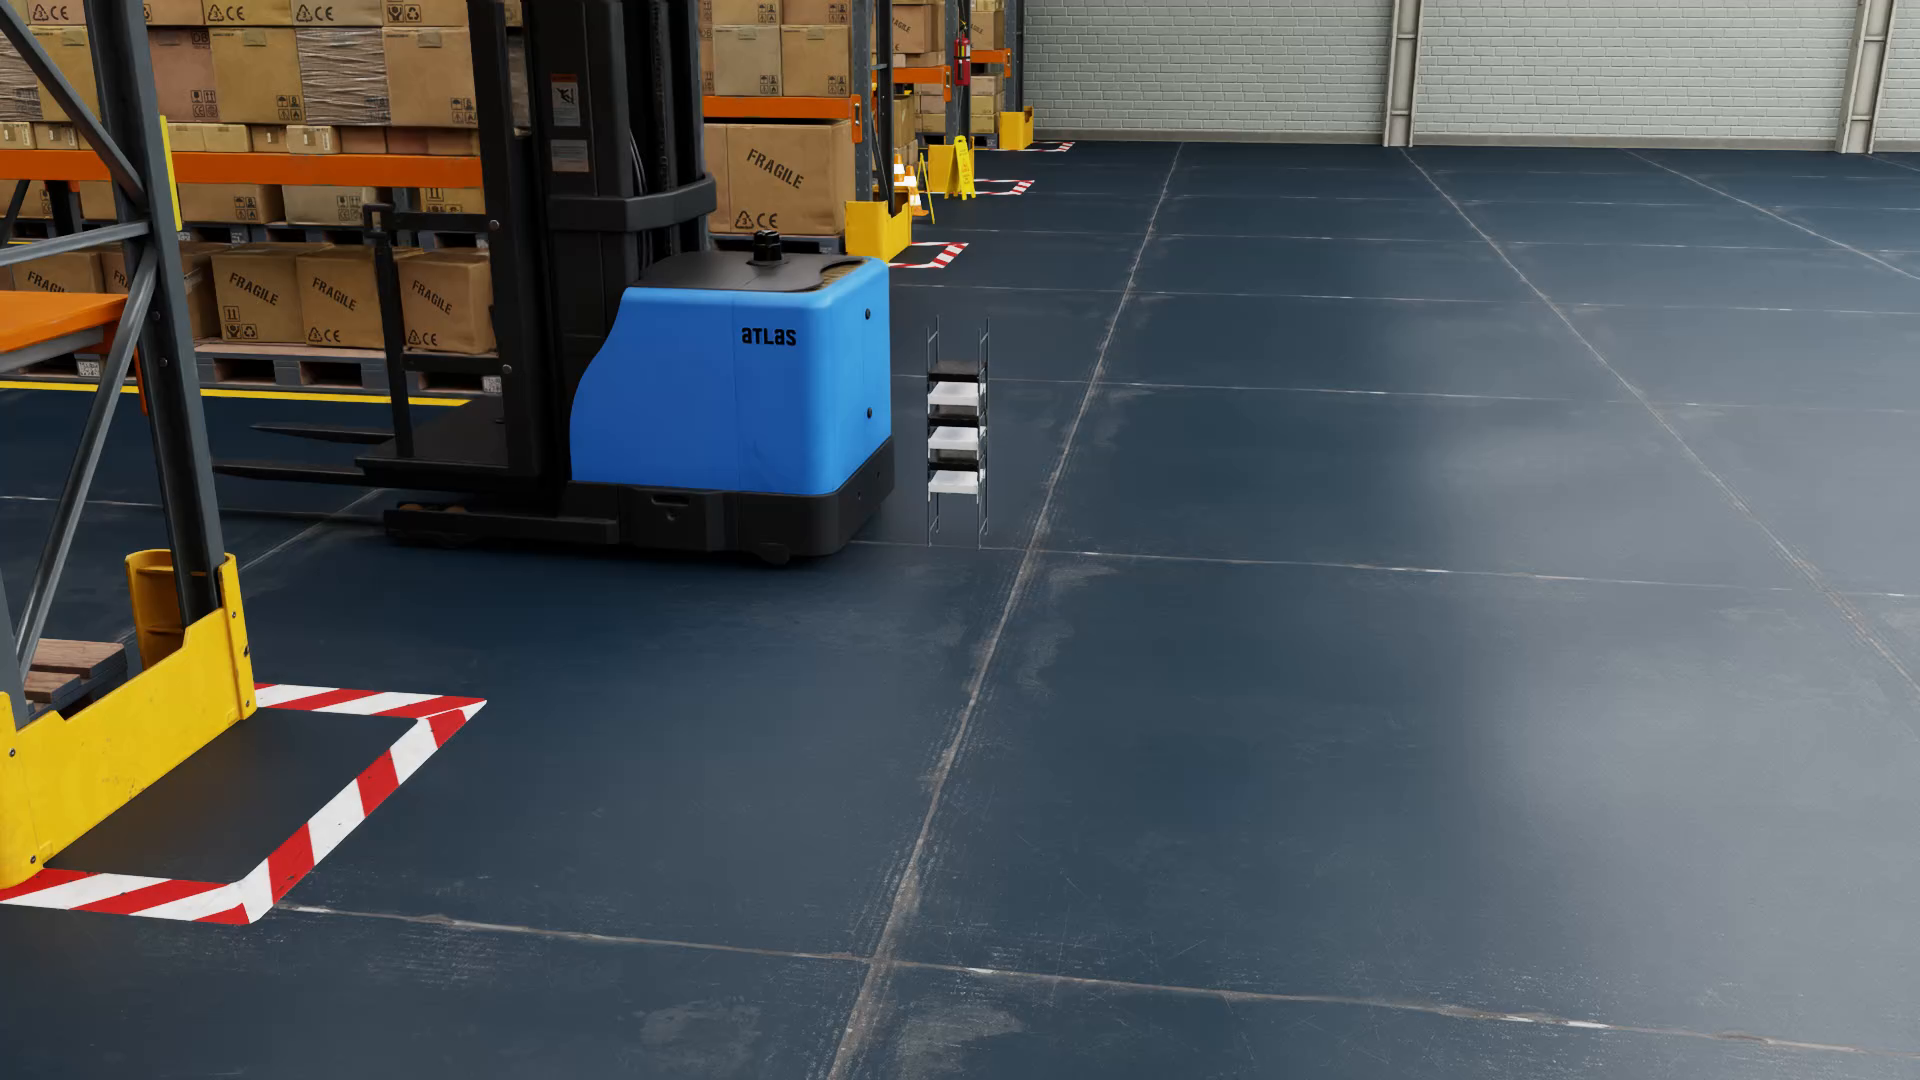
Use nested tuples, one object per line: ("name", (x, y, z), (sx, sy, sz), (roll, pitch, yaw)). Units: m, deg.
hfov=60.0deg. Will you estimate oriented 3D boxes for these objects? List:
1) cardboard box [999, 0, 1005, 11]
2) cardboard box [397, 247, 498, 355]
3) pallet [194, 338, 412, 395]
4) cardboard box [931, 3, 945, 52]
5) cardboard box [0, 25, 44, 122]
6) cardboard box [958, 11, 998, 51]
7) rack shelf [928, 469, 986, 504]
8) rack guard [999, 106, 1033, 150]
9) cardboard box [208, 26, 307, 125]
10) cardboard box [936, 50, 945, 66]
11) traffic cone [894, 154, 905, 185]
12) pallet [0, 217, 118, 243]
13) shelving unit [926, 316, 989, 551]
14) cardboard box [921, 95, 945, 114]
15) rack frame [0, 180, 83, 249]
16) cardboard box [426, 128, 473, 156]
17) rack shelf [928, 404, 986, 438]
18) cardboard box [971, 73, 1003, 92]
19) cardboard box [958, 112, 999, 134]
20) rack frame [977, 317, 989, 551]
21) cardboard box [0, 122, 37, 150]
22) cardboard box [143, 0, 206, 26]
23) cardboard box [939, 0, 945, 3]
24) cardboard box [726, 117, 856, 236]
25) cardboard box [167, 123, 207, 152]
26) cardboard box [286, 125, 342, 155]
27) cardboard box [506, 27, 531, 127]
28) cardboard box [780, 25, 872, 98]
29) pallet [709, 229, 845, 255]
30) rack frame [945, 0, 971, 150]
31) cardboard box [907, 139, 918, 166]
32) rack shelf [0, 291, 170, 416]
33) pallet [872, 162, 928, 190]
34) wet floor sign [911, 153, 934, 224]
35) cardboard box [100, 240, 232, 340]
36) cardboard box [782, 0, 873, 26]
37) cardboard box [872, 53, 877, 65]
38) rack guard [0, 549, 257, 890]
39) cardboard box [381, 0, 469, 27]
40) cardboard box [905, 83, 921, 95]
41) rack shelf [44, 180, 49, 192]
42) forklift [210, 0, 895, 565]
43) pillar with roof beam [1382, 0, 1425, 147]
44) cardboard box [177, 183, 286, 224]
("cardboard box", (0.472, -7.407, 23.032), (0.250, 0.149, 0.380), (2, 19, 7))
("cardboard box", (-2.799, -1.363, 9.427), (0.500, 0.500, 0.500), (8, 20, 23))
("pallet", (-3.662, -1.089, 9.725), (1.213, 0.211, 1.003), (3, 19, 9))
("cardboard box", (-0.442, -5.697, 18.477), (0.500, 0.500, 0.500), (3, 19, 8))
("cardboard box", (-5.105, -2.641, 9.343), (0.500, 0.500, 0.875), (3, 19, 9))
("cardboard box", (0.238, -6.943, 22.669), (0.500, 0.500, 0.500), (3, 19, 7))
("rack shelf", (-0.008, -0.225, 6.729), (0.200, 0.077, 0.258), (3, 19, 9))
("rack guard", (0.790, -5.767, 23.250), (0.348, 0.500, 1.175), (3, 19, 9))
("cardboard box", (-3.620, -2.573, 9.140), (0.500, 0.500, 0.875), (3, 19, 9))
("cardboard box", (-0.320, -5.361, 18.494), (0.250, 0.149, 0.380), (3, 19, 9))
("traffic cone", (-0.647, -3.813, 17.468), (0.334, 0.463, 0.336), (3, 19, 9))
("pallet", (-7.835, -2.859, 15.016), (1.213, 0.211, 1.003), (3, 19, 9))
("shelving unit", (-0.008, -0.427, 6.662), (0.210, 0.900, 0.258), (3, 19, 9))
("cardboard box", (-0.258, -6.041, 23.013), (0.500, 0.250, 0.500), (3, 19, 8))
("rack frame", (-5.539, -2.495, 9.532), (0.127, 3.000, 1.000), (3, 19, 9))
("cardboard box", (-2.650, -2.151, 8.899), (0.250, 0.149, 0.380), (3, 19, 9))
("rack shelf", (-0.008, -0.481, 6.644), (0.200, 0.077, 0.258), (3, 19, 9))
("cardboard box", (0.321, -6.406, 23.318), (0.500, 0.250, 0.500), (3, 19, 8))
("cardboard box", (0.252, -5.773, 23.002), (0.500, 0.250, 0.500), (3, 19, 9))
("rack frame", (0.092, -0.422, 6.646), (0.006, 0.900, 0.240), (3, 19, 9))
("cardboard box", (-5.130, -2.254, 9.208), (0.250, 0.149, 0.380), (3, 19, 9))
("cardboard box", (-4.148, -3.005, 8.855), (0.500, 0.500, 0.500), (3, 19, 9))
("cardboard box", (-0.124, -7.274, 22.635), (0.250, 0.149, 0.380), (3, 19, 10))
("cardboard box", (-1.383, -3.047, 13.870), (0.875, 0.875, 0.875), (3, 19, 9))
("cardboard box", (-4.136, -2.215, 9.093), (0.250, 0.149, 0.380), (3, 19, 9))
("cardboard box", (-3.402, -2.167, 8.947), (0.250, 0.149, 0.380), (3, 19, 9))
("cardboard box", (-2.128, -2.518, 8.975), (0.500, 0.500, 0.875), (3, 19, 9))
("cardboard box", (-1.077, -3.918, 13.548), (0.550, 0.550, 0.875), (3, 19, 9))
("pallet", (-1.505, -2.535, 14.048), (1.213, 0.211, 1.003), (3, 19, 9))
("rack frame", (-0.018, -5.398, 18.209), (0.127, 3.000, 1.000), (3, 19, 9))
("cardboard box", (-0.770, -4.421, 18.959), (0.500, 0.250, 0.500), (3, 19, 8))
("rack shelf", (-4.350, -0.501, 4.707), (4.000, 0.370, 1.077), (3, 19, 9))
("pallet", (-0.889, -4.131, 18.818), (1.213, 0.211, 1.003), (3, 19, 9))
("wet floor sign", (-0.361, -3.345, 15.782), (0.232, 0.644, 0.267), (0, 19, -1))
("cardboard box", (-4.584, -1.449, 9.685), (0.500, 0.500, 0.500), (9, 21, 26))
("cardboard box", (-1.063, -4.456, 13.456), (0.550, 0.550, 0.875), (3, 19, 9))
("cardboard box", (-0.938, -5.228, 18.098), (0.250, 0.149, 0.380), (3, 19, 8))
("rack guard", (-2.458, 0.455, 4.656), (0.348, 0.500, 1.175), (3, 19, 9))
("cardboard box", (-2.667, -2.930, 8.629), (0.500, 0.500, 0.500), (3, 19, 9))
("cardboard box", (-0.743, -6.294, 22.983), (0.500, 0.250, 0.500), (3, 19, 9))
("rack shelf", (-7.514, -2.254, 9.947), (4.000, 0.370, 1.077), (3, 19, 9))
("forklift", (-1.856, -1.515, 6.712), (3.031, 2.935, 1.130), (4, 19, 11))
("pillar with roof beam", (5.463, -8.465, 17.920), (0.400, 9.000, 9.100), (3, 19, 9))
("cardboard box", (-6.232, -3.229, 14.609), (0.750, 0.750, 1.050), (3, 19, 9))
